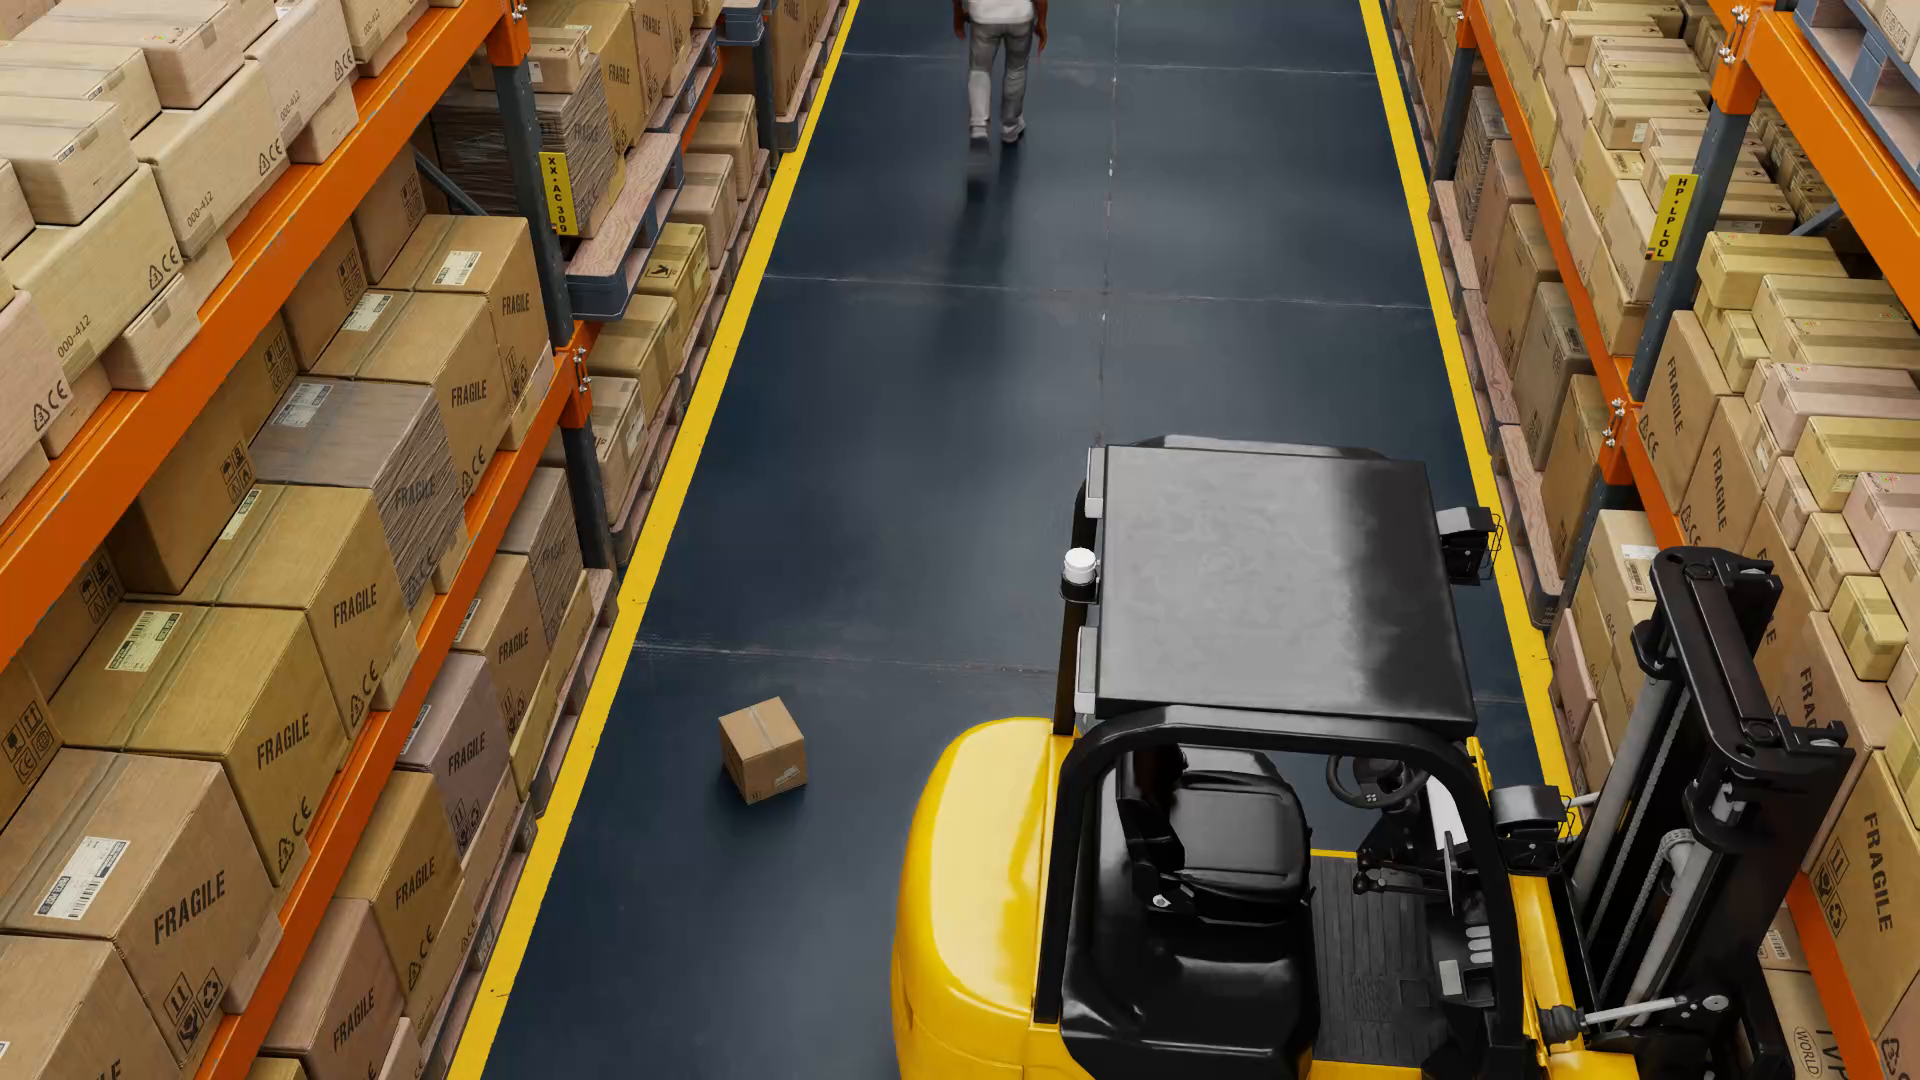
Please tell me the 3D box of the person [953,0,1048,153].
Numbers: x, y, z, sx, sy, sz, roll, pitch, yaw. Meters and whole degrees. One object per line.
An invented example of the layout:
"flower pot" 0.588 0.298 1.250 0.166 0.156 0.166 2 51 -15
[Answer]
"person" 0.233 -3.110 9.856 0.575 1.744 0.806 3 40 4
